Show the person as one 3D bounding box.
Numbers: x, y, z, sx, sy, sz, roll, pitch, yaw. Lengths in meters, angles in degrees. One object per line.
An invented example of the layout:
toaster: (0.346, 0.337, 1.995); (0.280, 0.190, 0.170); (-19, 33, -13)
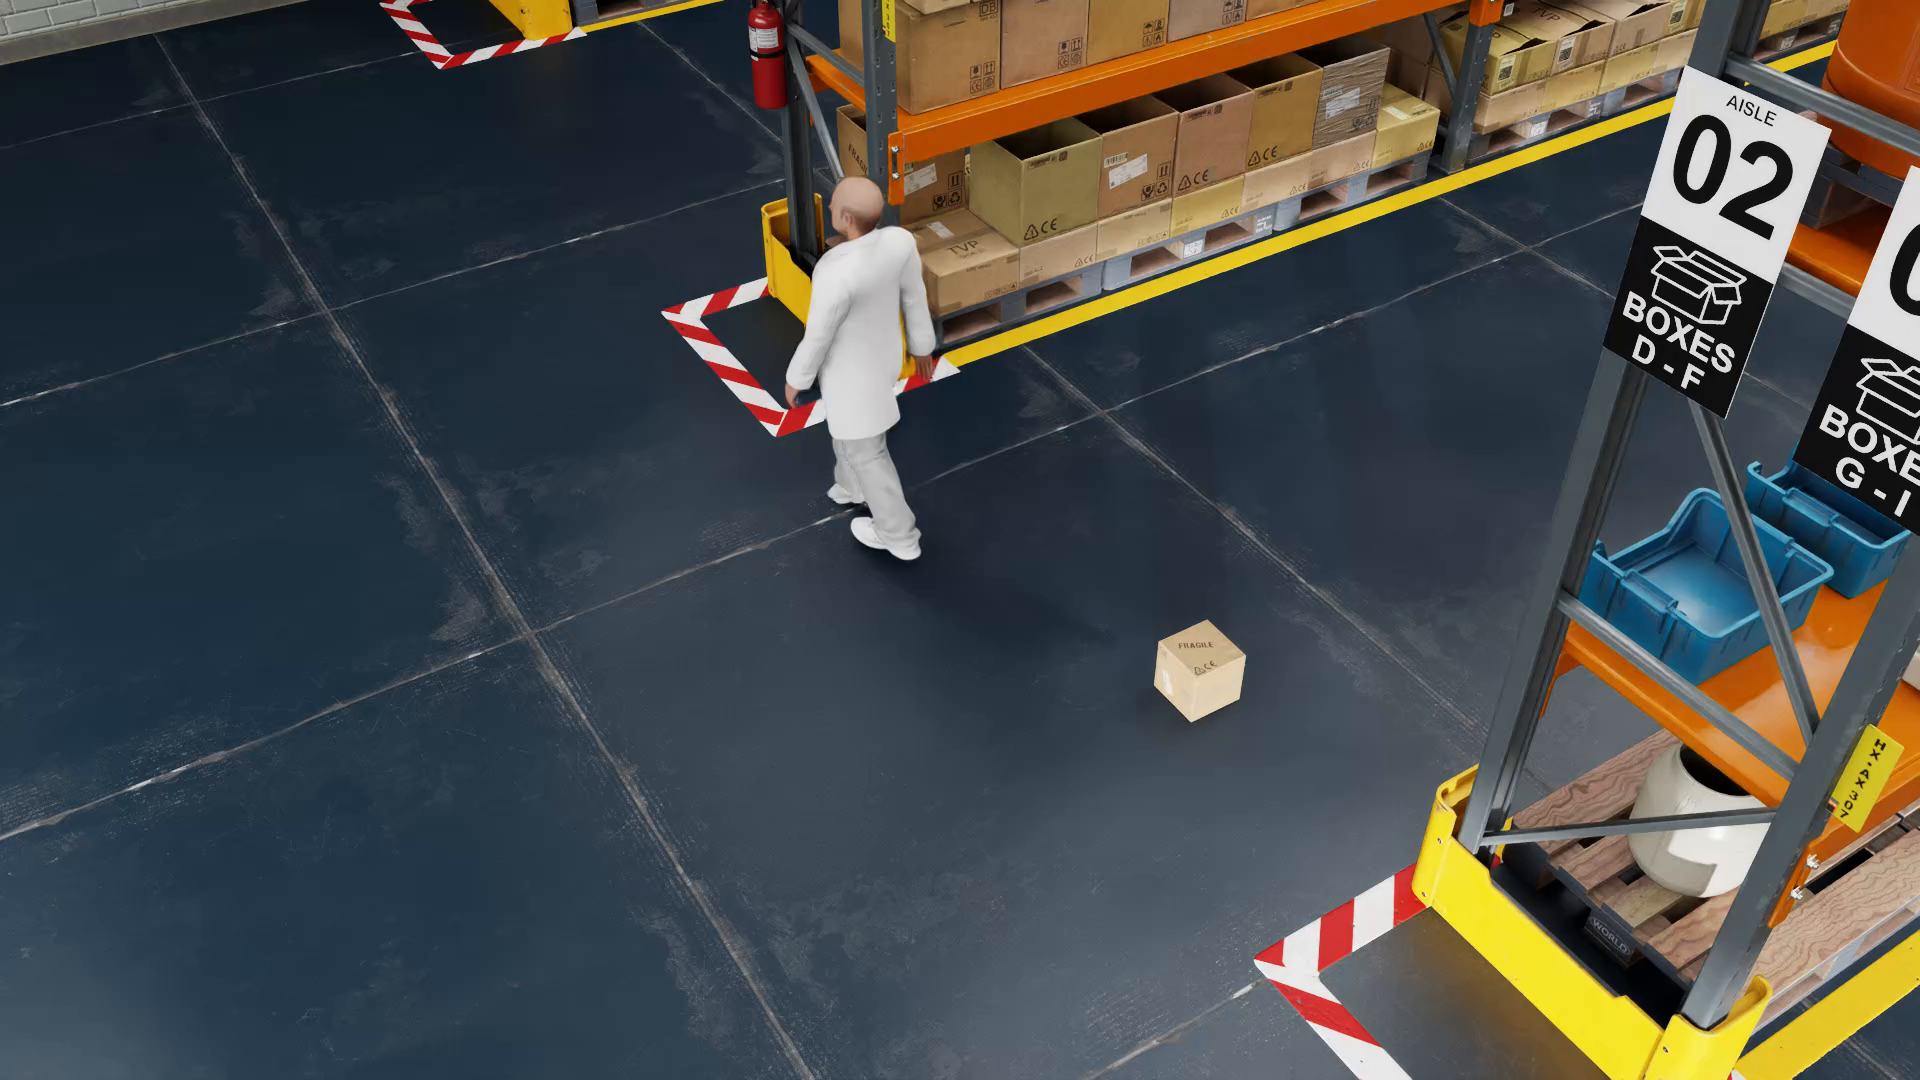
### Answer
person: (-0.430, -0.703, 7.020); (0.683, 1.846, 0.623); (23, 45, 25)
